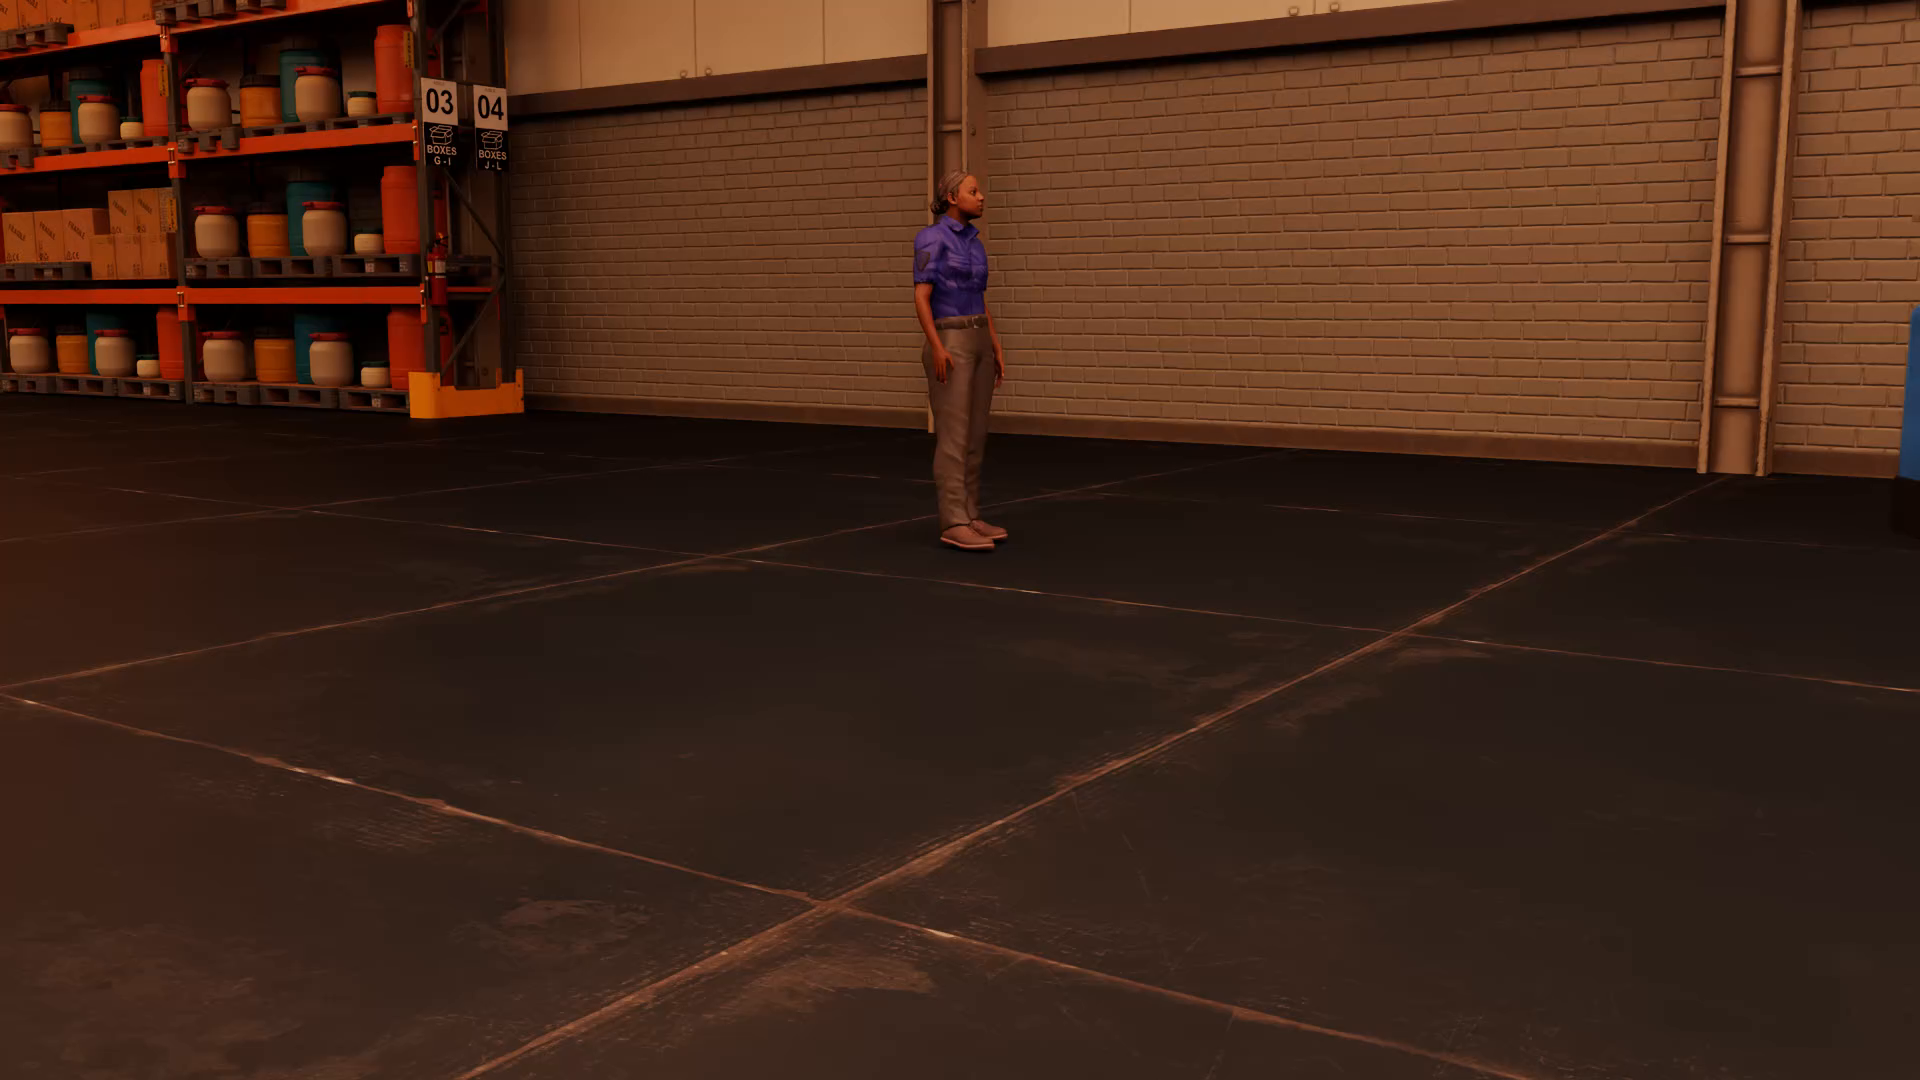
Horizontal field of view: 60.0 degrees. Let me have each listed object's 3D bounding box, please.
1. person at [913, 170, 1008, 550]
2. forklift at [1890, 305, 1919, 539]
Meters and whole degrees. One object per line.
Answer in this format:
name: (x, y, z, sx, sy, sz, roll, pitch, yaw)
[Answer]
person: (0.061, -0.817, 7.421, 0.504, 1.654, 0.569, 5, 10, 34)
forklift: (5.598, -1.338, 6.603, 3.031, 2.935, 1.130, 1, 8, 7)
